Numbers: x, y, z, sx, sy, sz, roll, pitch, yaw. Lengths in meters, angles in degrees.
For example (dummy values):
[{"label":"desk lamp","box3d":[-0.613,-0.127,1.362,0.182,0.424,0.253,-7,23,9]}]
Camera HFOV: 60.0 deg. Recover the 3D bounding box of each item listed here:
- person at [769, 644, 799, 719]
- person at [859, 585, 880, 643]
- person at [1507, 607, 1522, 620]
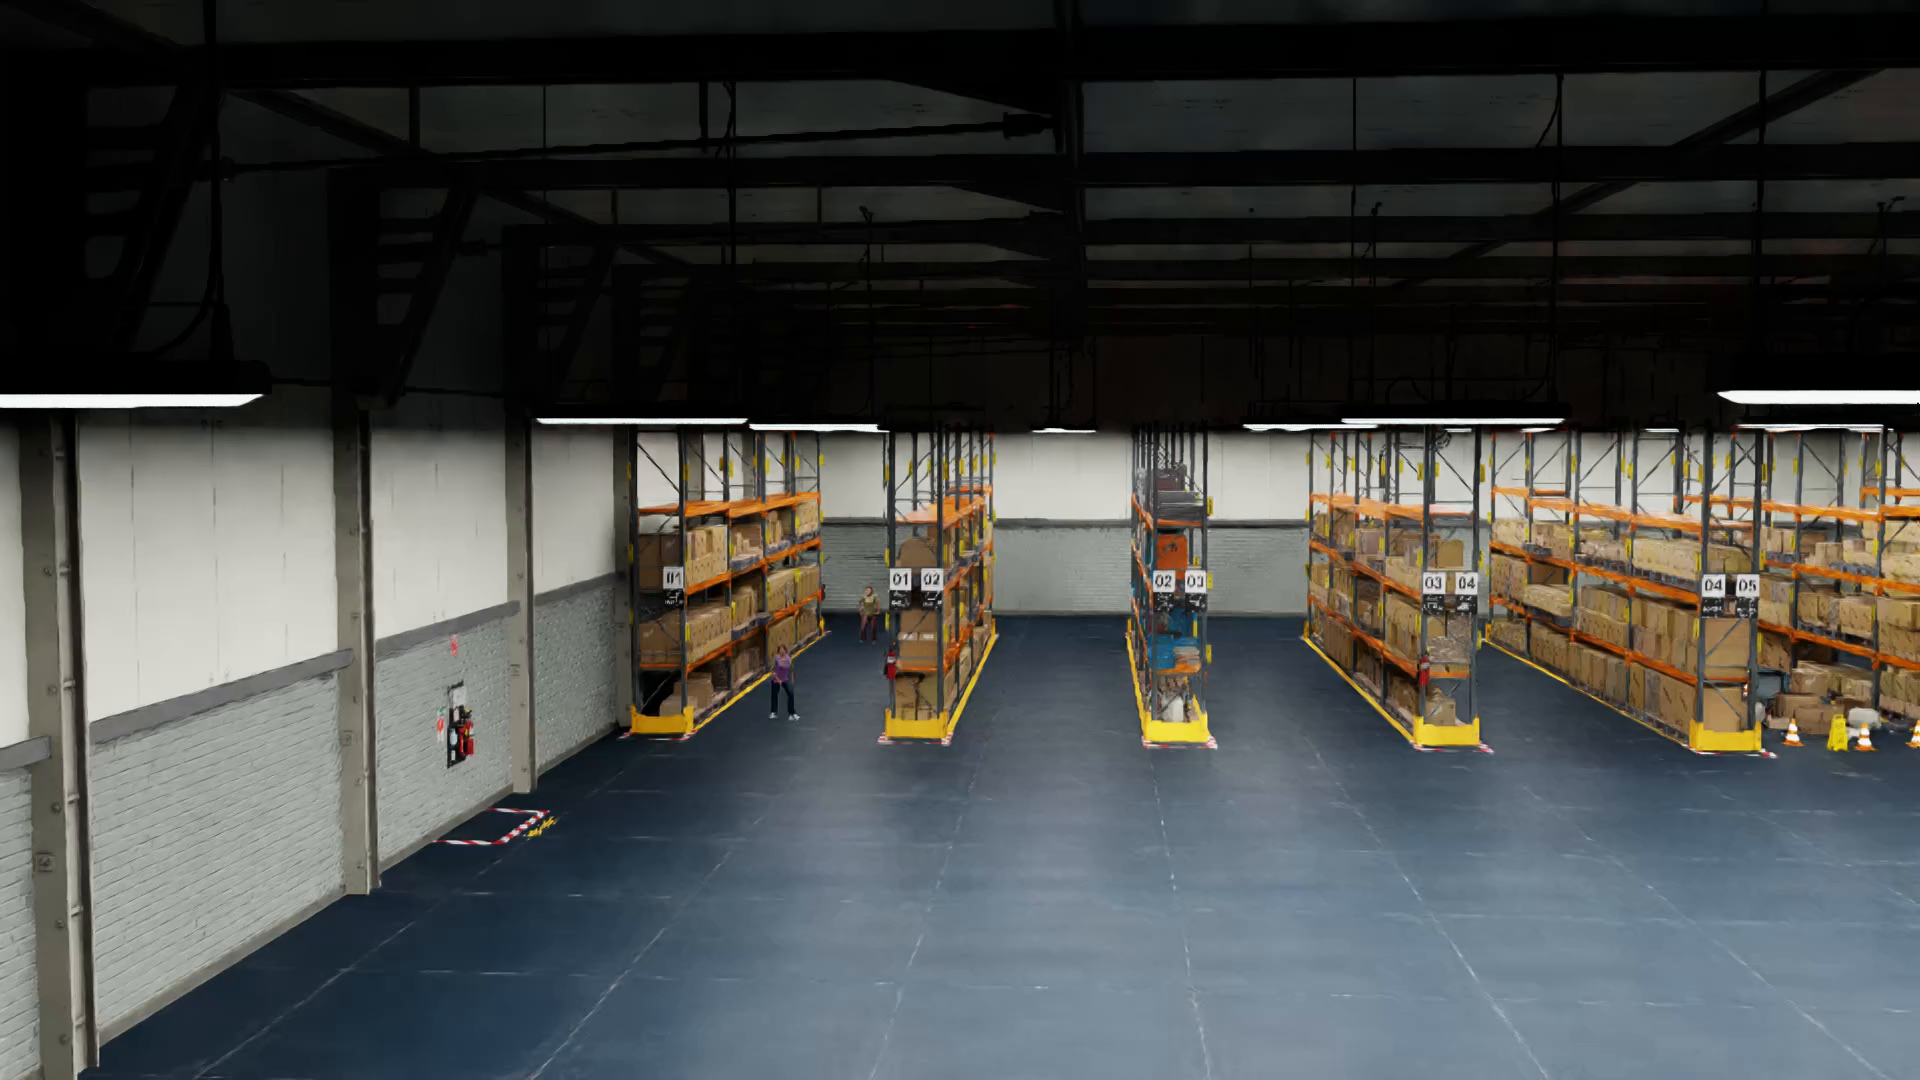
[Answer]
[{"label":"person","box3d":[-3.579,2.832,33.430,0.561,1.540,0.716,-1,4,-17]},{"label":"person","box3d":[-2.486,2.035,45.630,0.598,1.619,0.507,0,4,2]},{"label":"person","box3d":[16.566,1.721,49.549,0.629,1.735,1.017,2,4,28]}]
